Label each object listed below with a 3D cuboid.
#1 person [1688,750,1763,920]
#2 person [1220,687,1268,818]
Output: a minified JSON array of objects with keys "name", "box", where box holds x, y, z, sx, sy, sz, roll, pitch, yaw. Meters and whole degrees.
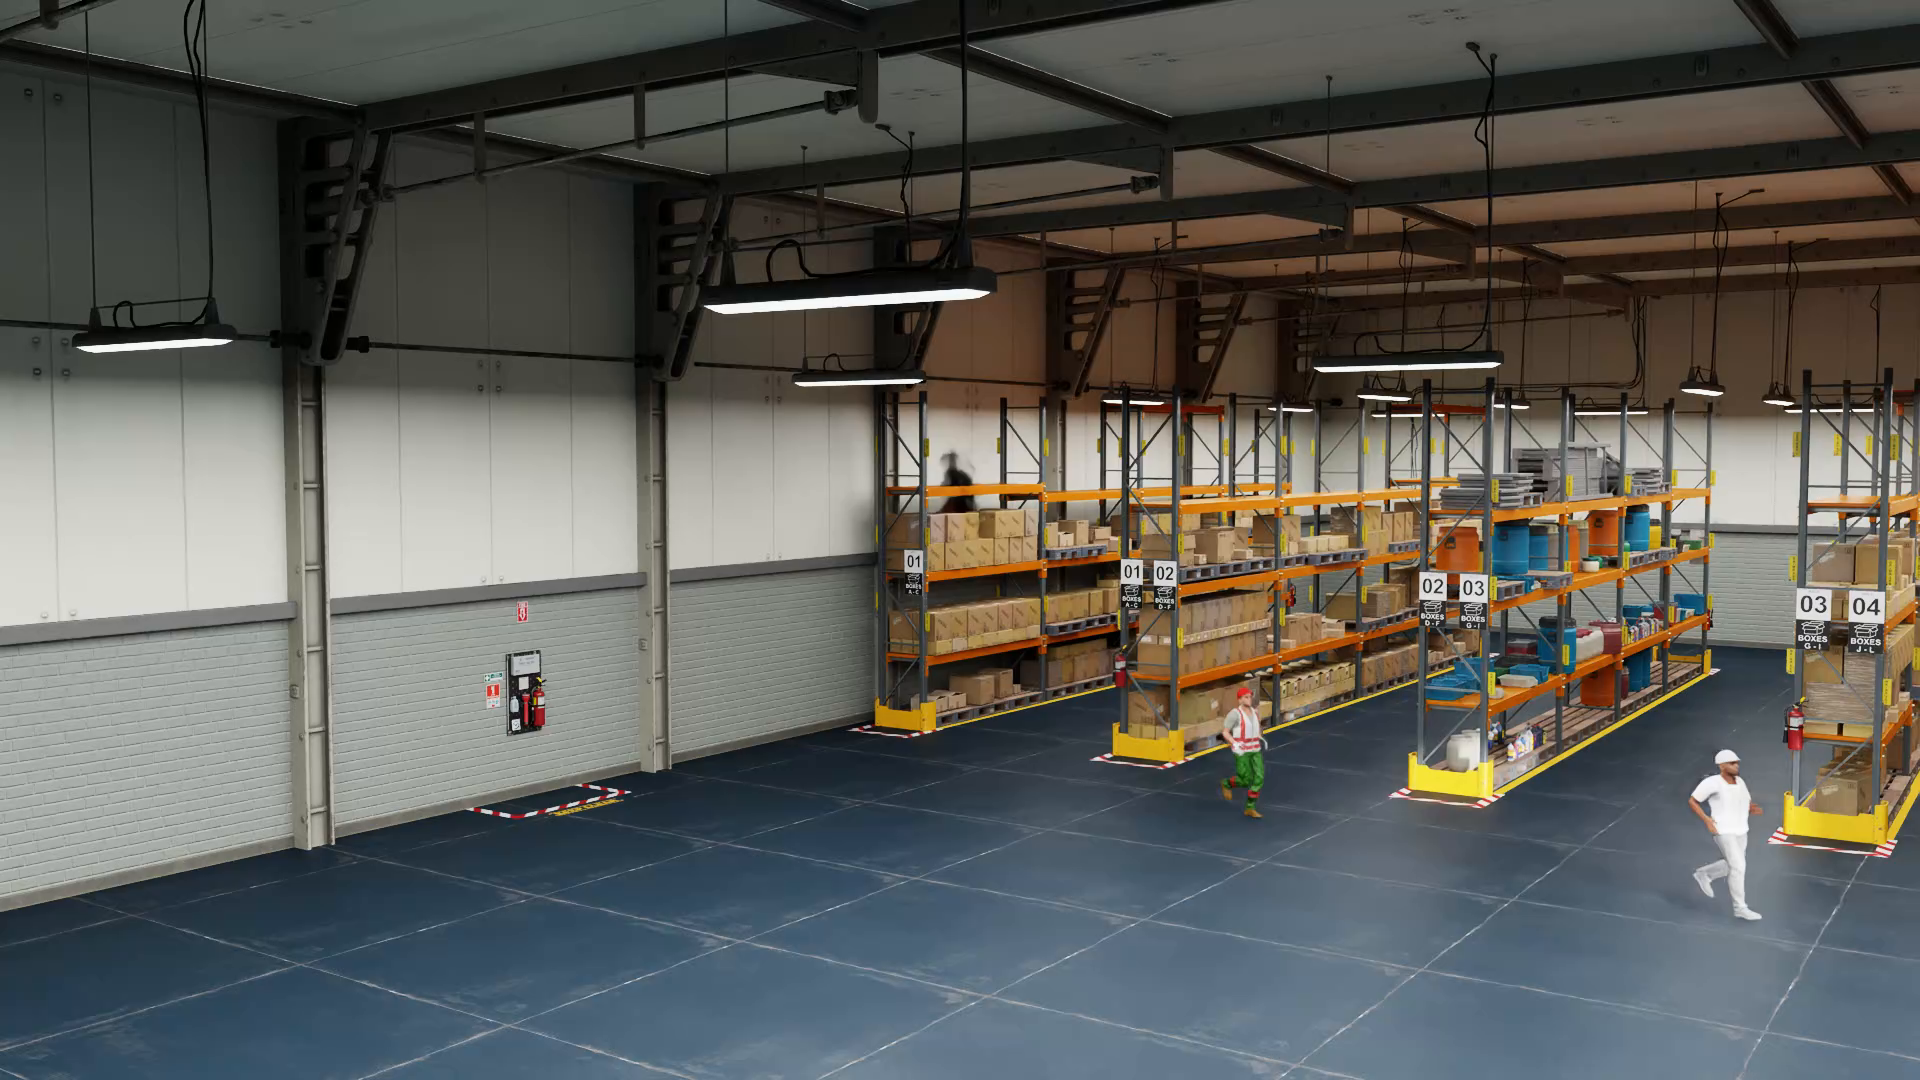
[{"name":"person","box":[8.242,3.128,17.867,0.713,1.747,0.933,-2,4,-26]},{"name":"person","box":[3.881,2.880,22.707,0.645,1.747,0.731,-2,4,-30]}]
